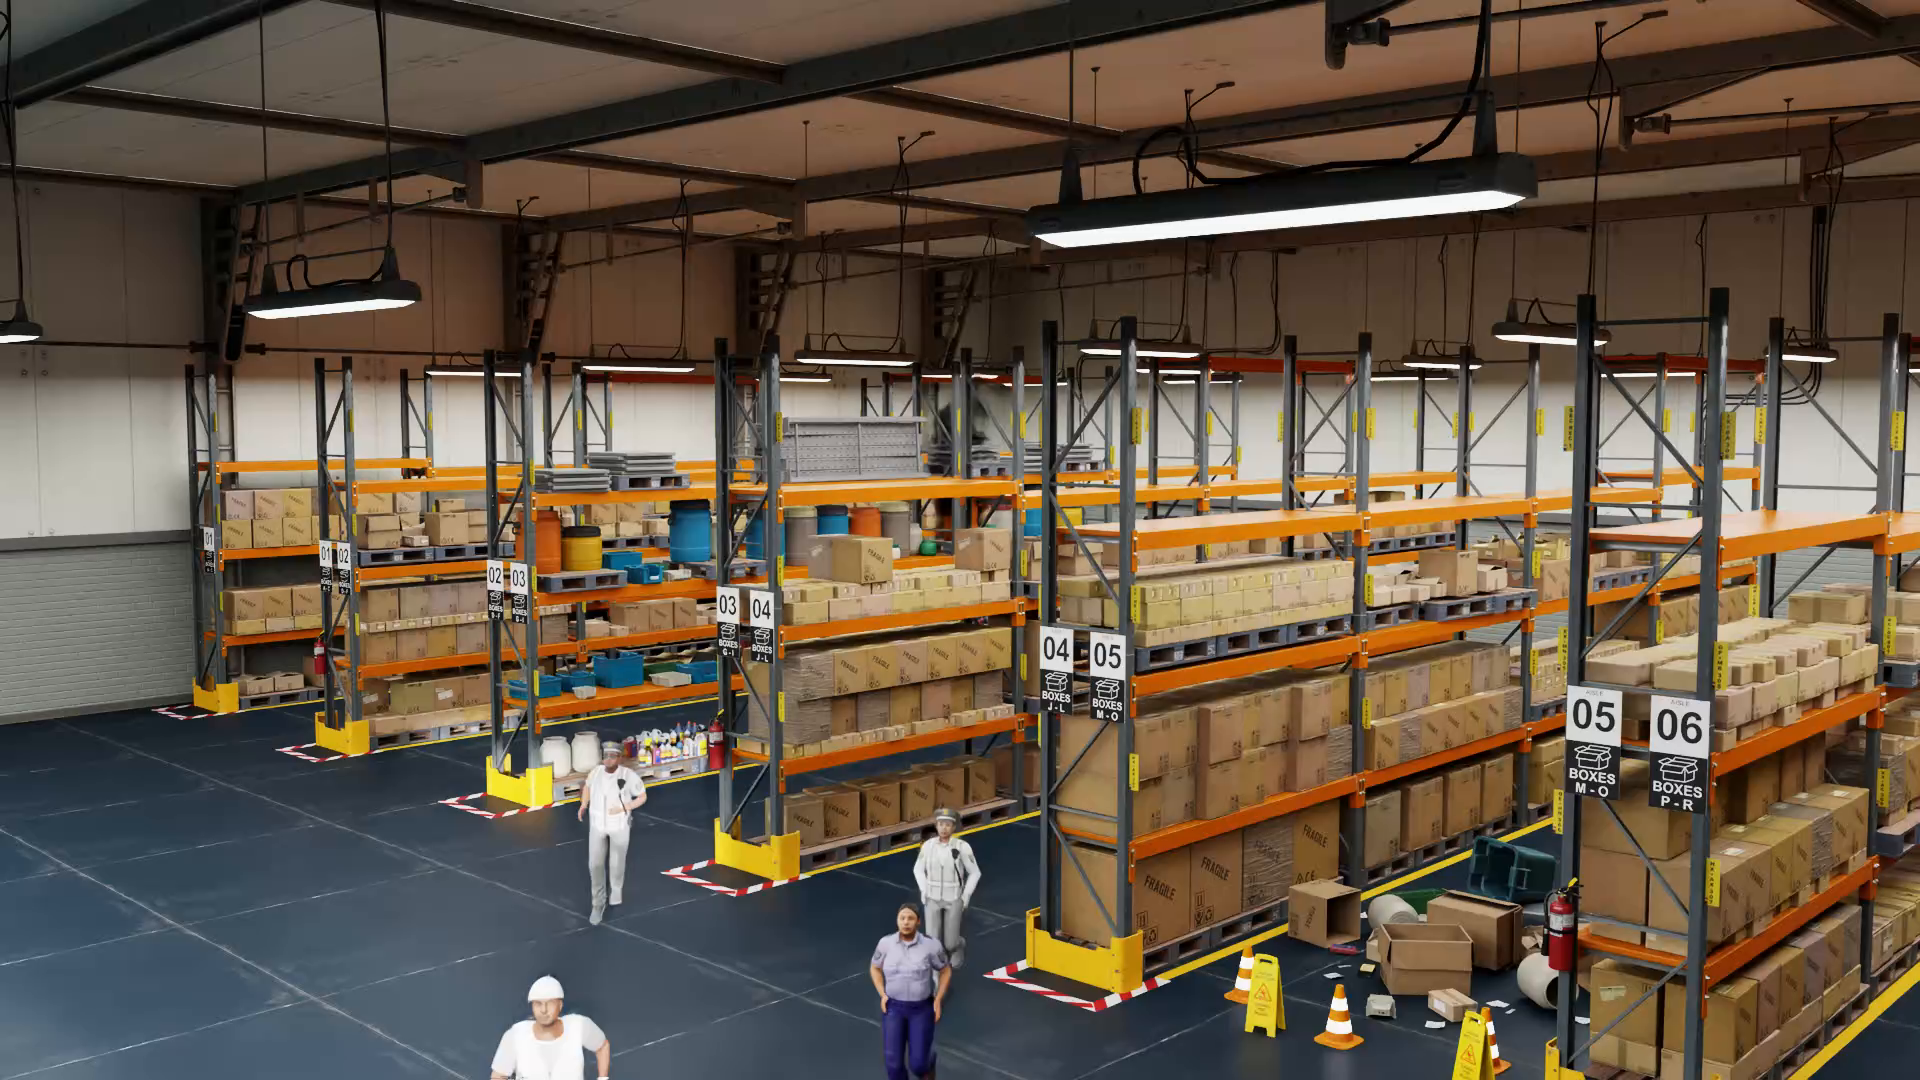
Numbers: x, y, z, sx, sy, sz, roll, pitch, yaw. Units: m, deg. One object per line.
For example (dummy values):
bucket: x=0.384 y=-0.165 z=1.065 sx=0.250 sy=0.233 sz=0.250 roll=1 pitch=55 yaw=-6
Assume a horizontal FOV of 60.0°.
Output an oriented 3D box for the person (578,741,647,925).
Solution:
person: x=-3.573 y=2.979 z=17.131 sx=0.695 sy=1.861 sz=0.783 roll=0 pitch=4 yaw=2

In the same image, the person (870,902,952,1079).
person: x=-0.370 y=3.444 z=12.204 sx=0.608 sy=1.611 sz=0.570 roll=1 pitch=4 yaw=8

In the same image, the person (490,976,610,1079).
person: x=-2.462 y=3.488 z=9.999 sx=0.700 sy=1.750 sz=1.016 roll=-1 pitch=4 yaw=-10

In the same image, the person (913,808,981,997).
person: x=-0.150 y=3.206 z=14.853 sx=0.587 sy=1.632 sz=0.628 roll=1 pitch=4 yaw=10
